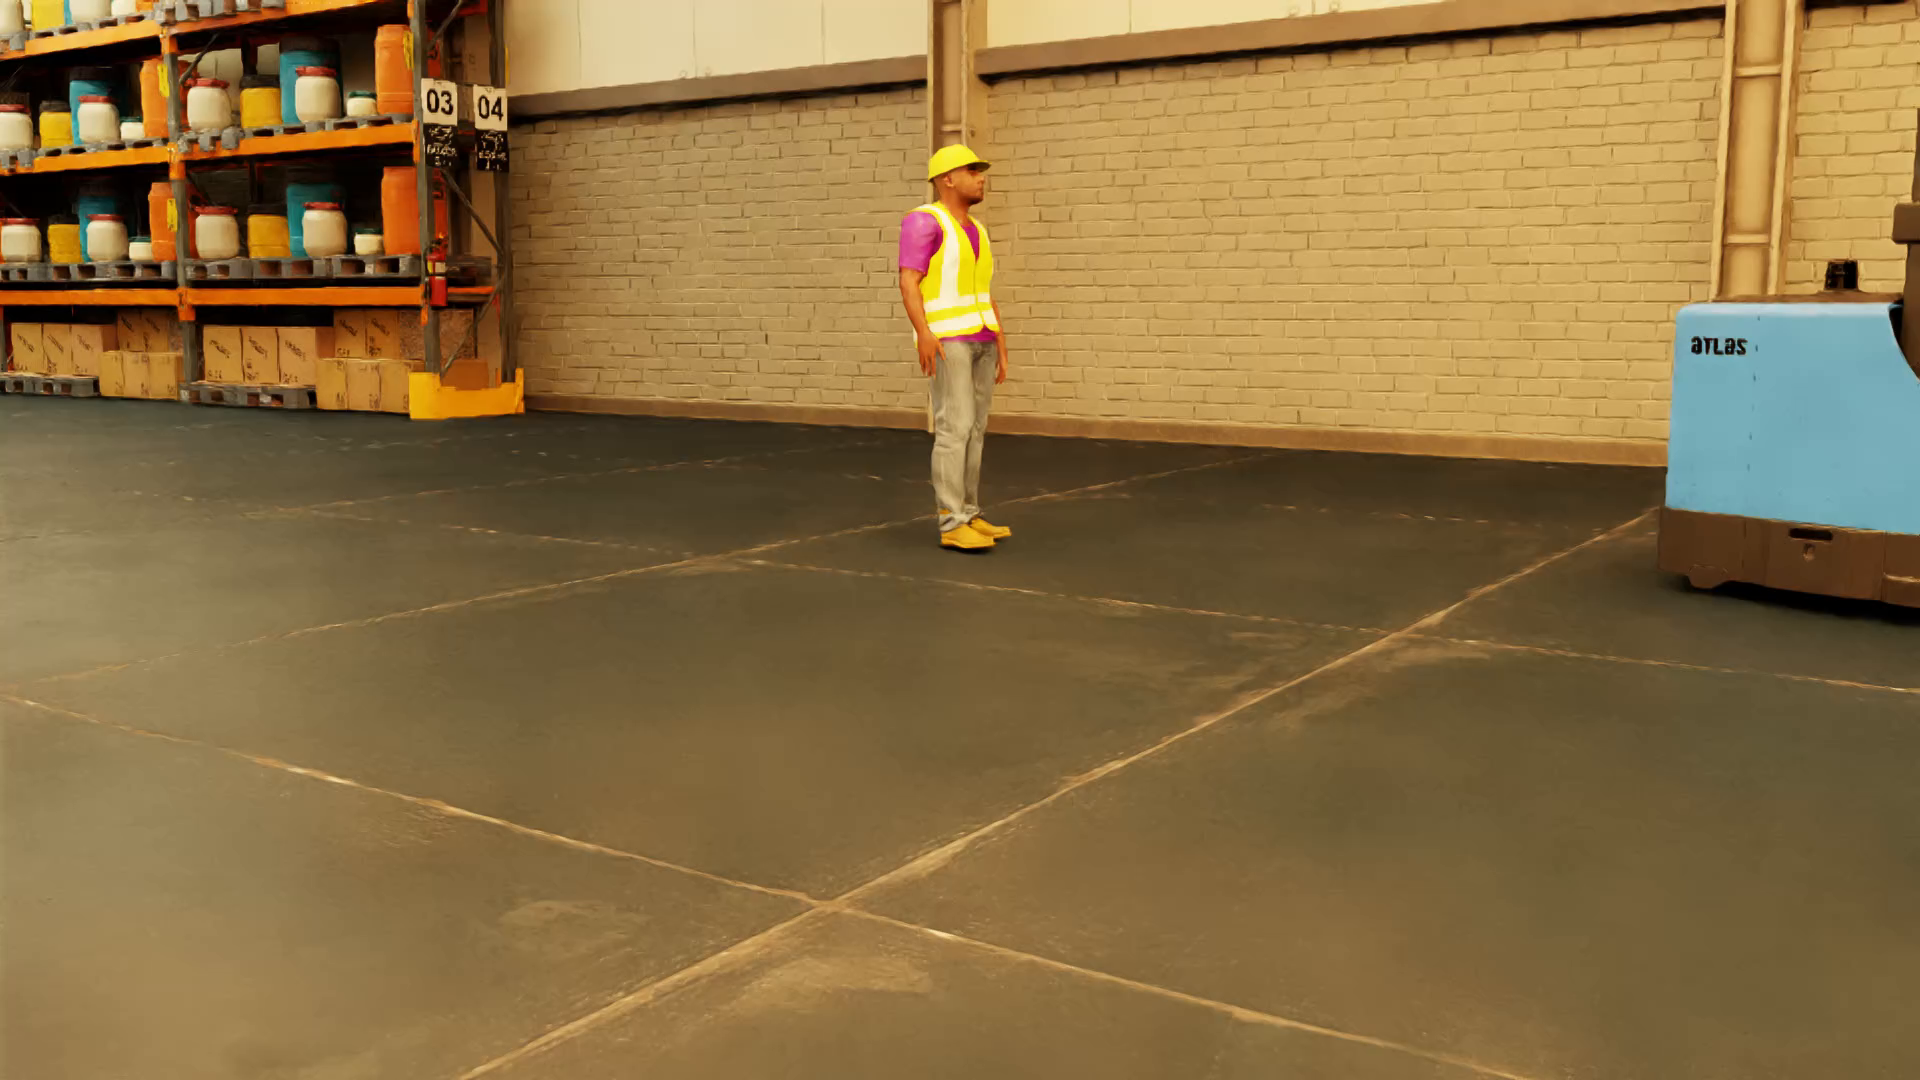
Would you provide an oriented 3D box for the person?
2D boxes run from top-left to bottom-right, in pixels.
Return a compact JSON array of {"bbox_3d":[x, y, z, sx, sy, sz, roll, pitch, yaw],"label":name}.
[{"bbox_3d":[0.055,-0.875,7.435,0.576,1.766,0.665,5,10,34],"label":"person"}]

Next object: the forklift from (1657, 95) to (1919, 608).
[{"bbox_3d":[3.920,-1.141,5.219,1.130,2.935,3.031,-6,10,-36],"label":"forklift"}]
